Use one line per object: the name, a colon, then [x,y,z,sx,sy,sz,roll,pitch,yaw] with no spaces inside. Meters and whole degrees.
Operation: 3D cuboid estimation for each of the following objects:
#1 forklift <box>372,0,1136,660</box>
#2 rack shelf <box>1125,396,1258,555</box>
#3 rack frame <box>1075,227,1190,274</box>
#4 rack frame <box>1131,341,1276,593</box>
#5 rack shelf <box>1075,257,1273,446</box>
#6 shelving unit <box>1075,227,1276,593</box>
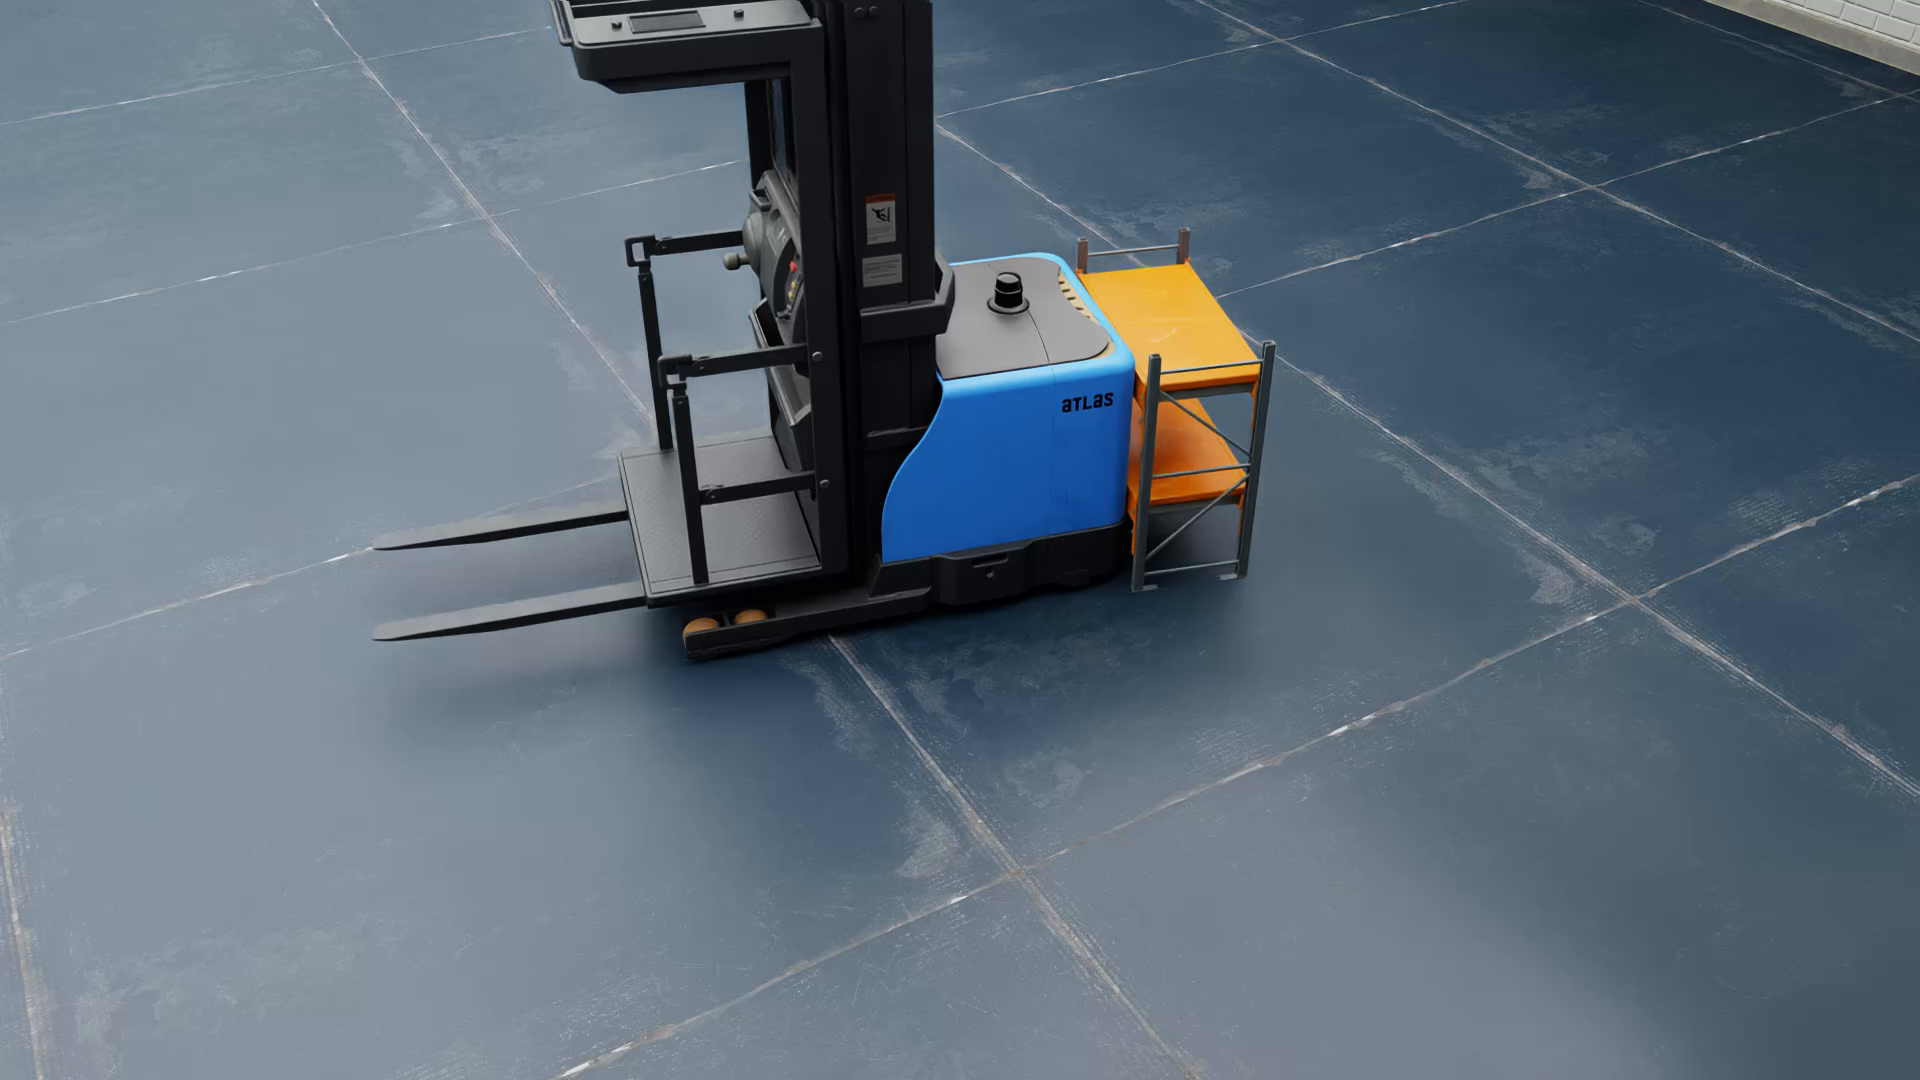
forklift: [-0.880,-1.056,6.211,3.031,2.935,1.130,-9,37,-13]
rack shelf: [0.855,-0.368,7.215,0.538,0.278,1.000,-7,37,-10]
rack frame: [0.747,-0.859,7.472,0.500,1.125,0.032,-7,37,-10]
rack frame: [0.964,-0.273,6.670,0.500,1.125,0.032,-7,37,-10]
rack shelf: [0.855,-0.802,6.899,0.538,0.278,1.000,-7,37,-10]
shelving unit: [0.855,-0.566,7.071,0.538,1.125,1.048,-7,37,-10]
